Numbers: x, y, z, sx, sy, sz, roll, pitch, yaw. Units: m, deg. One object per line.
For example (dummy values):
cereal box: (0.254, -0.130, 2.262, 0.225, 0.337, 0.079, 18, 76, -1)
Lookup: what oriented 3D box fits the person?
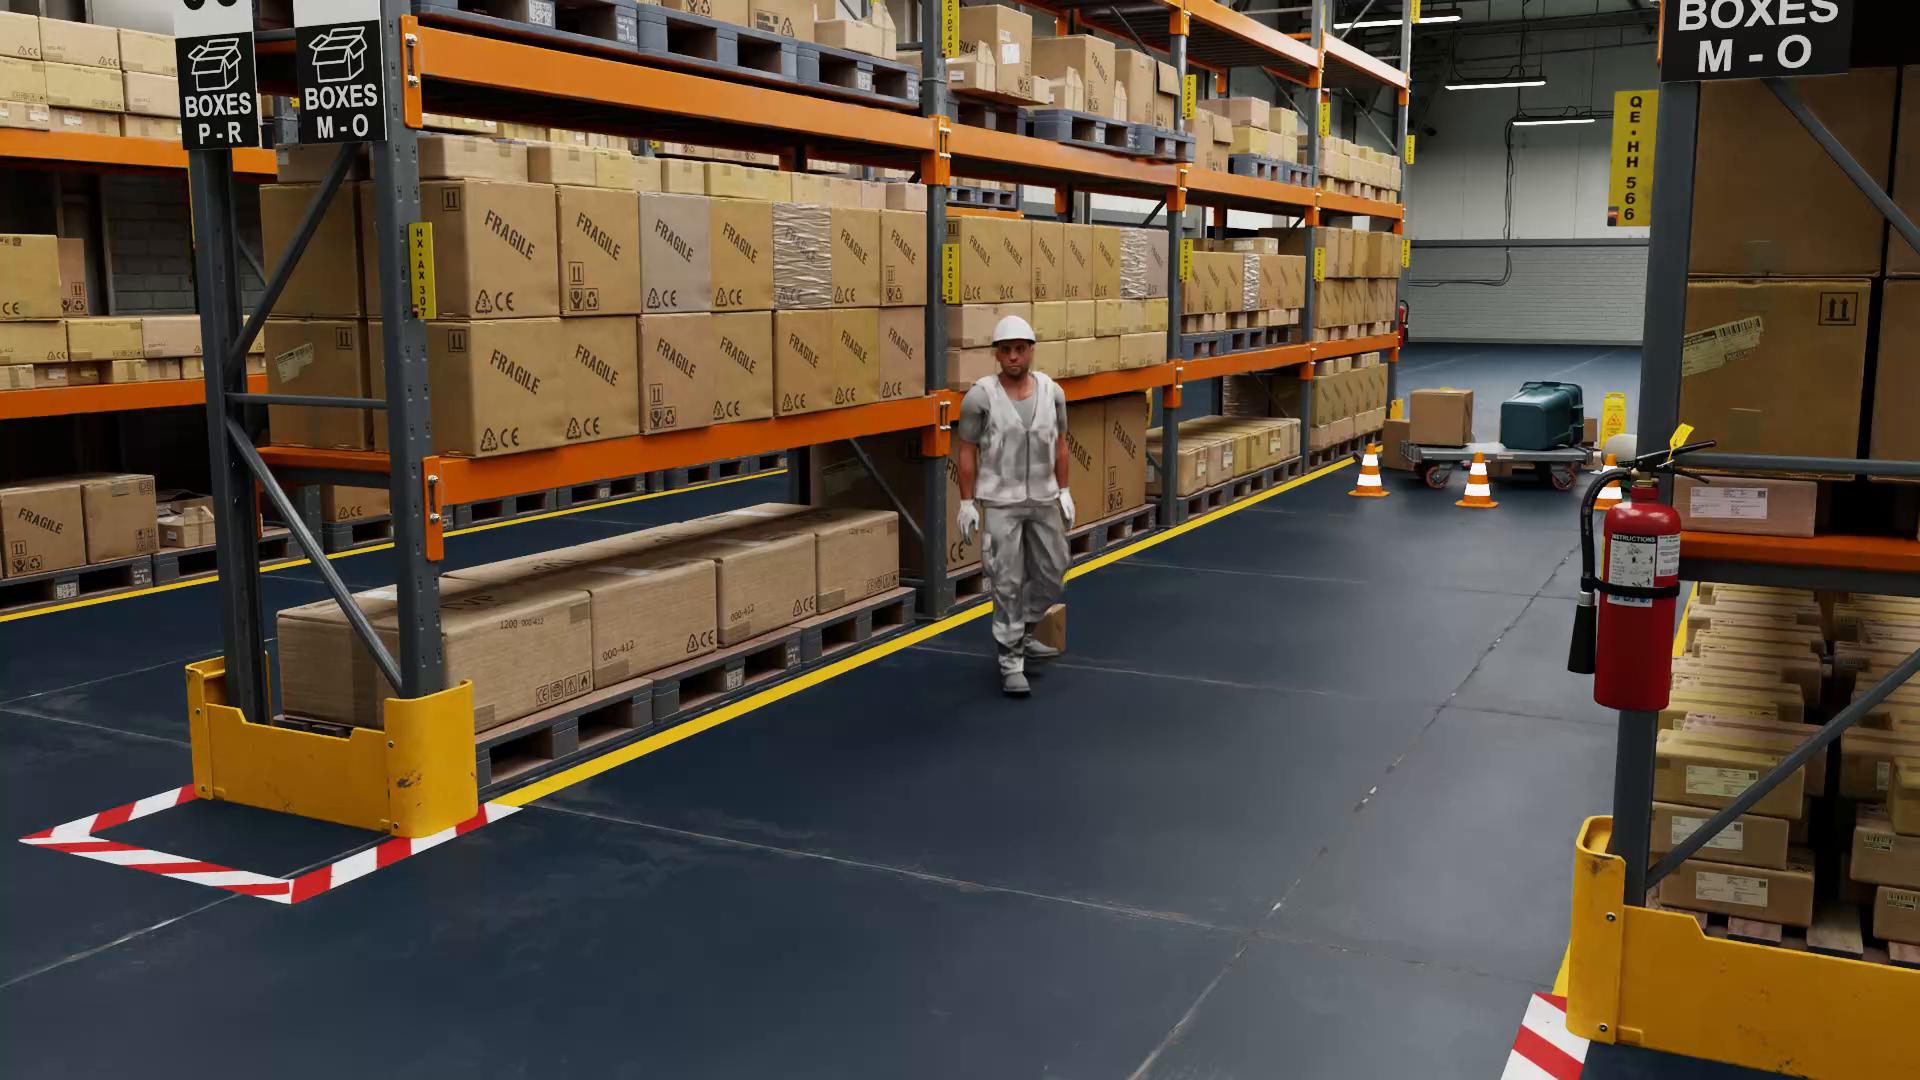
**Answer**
person: (0.255, -0.174, 7.905, 0.586, 1.780, 0.583, -3, 10, -19)
